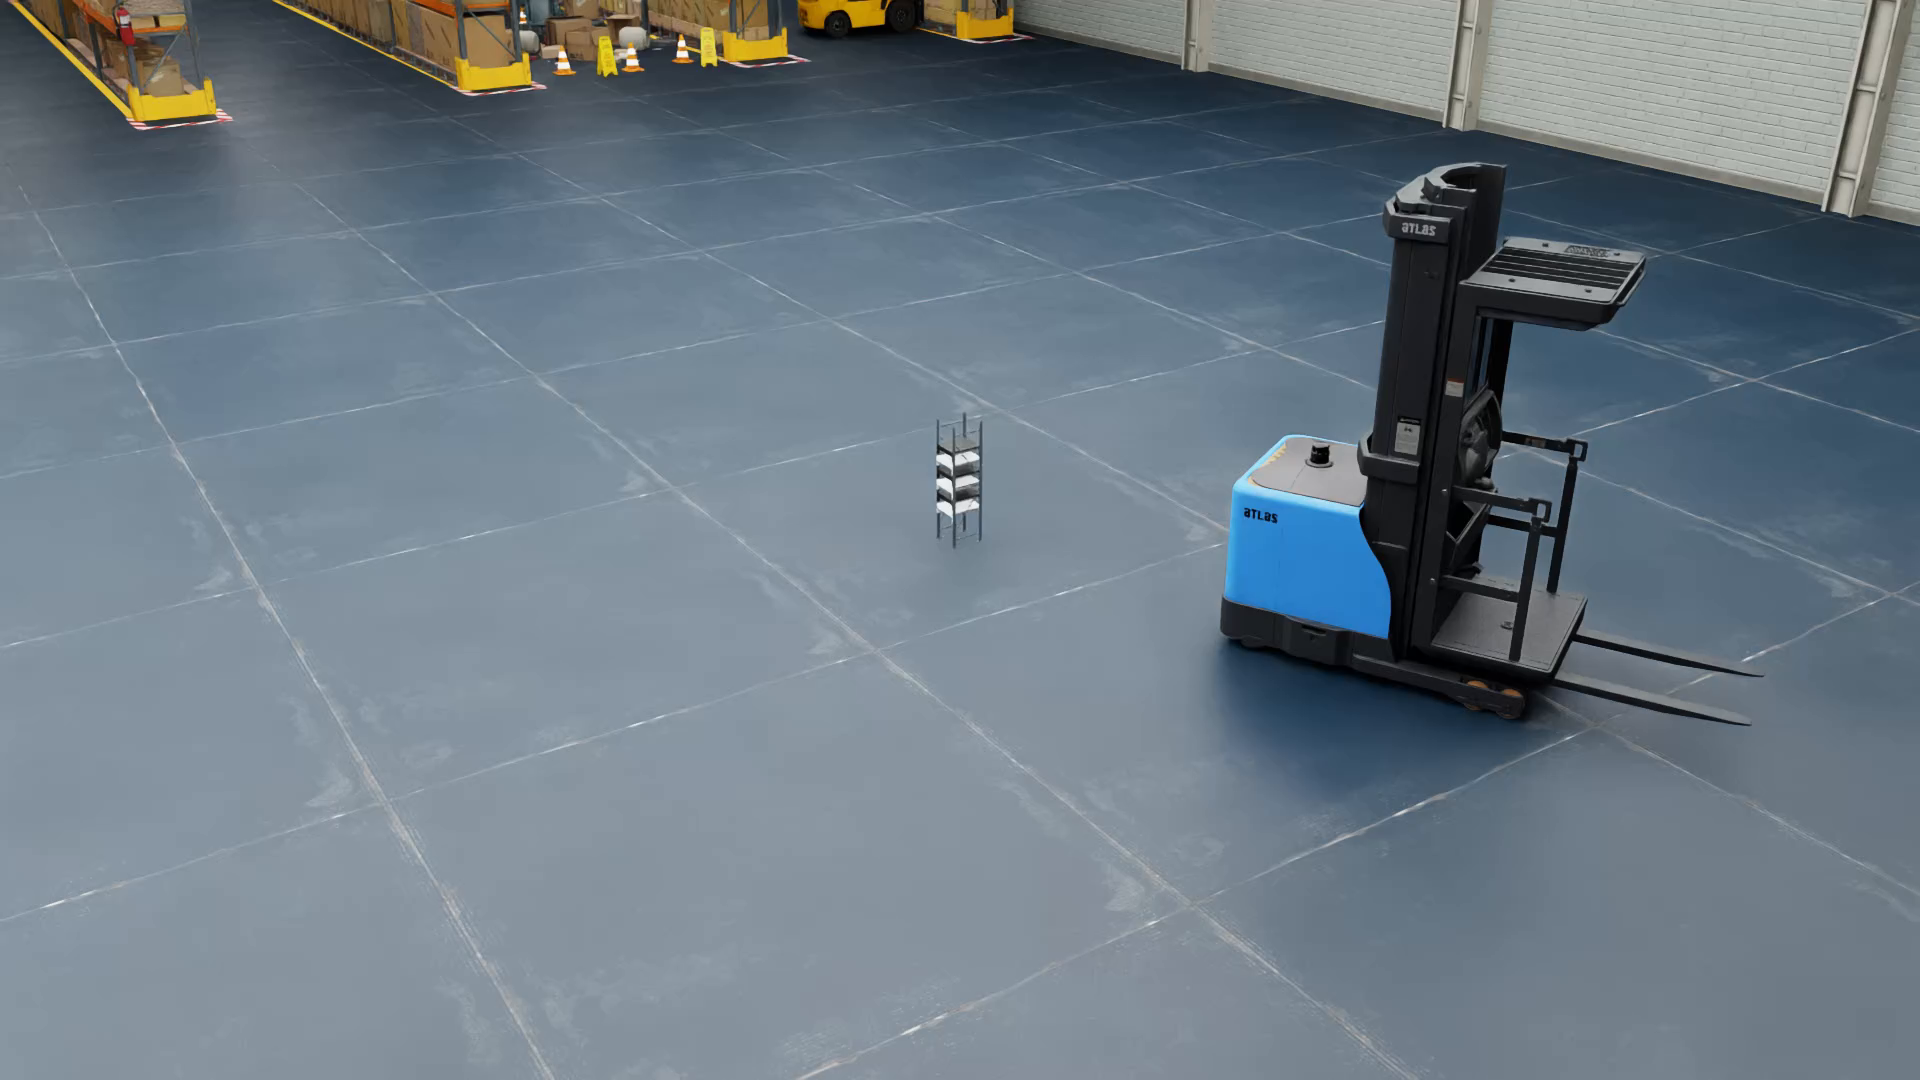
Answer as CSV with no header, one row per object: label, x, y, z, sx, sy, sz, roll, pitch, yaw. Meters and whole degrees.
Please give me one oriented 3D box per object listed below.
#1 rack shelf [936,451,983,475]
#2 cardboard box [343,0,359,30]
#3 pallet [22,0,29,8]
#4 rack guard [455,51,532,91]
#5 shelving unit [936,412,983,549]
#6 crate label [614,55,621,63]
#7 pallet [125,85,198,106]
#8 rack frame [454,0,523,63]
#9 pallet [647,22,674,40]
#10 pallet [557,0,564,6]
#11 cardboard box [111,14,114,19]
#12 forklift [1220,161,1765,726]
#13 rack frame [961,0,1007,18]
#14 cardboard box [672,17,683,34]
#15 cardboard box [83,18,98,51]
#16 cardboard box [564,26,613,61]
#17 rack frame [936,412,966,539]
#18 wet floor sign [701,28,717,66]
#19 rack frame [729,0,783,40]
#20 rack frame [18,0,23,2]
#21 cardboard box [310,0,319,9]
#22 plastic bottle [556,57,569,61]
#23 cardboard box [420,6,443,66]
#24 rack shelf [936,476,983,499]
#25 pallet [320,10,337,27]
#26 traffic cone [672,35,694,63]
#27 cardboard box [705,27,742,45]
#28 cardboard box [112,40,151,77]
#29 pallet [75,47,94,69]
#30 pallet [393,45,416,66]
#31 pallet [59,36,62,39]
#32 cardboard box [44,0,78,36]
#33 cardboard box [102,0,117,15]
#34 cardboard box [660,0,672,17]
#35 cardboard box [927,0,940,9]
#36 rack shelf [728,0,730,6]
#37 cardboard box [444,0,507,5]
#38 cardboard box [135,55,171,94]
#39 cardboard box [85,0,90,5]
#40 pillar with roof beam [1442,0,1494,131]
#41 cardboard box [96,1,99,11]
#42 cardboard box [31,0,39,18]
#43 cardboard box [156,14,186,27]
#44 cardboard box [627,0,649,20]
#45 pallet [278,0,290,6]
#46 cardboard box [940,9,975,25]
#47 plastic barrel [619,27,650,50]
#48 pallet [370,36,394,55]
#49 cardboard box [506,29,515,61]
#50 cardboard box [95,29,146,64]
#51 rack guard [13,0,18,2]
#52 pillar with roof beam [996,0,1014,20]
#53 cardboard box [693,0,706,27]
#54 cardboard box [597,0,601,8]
rack shelf,-0.004,-0.542,11.464,0.258,0.077,0.200,-16,29,-30
cardboard box,-11.402,-10.432,32.441,1.050,0.750,0.750,-15,29,-29
pallet,-20.215,-12.023,36.934,1.003,0.211,1.213,-16,29,-30
rack guard,-7.758,-7.810,27.671,1.175,0.500,0.348,-16,29,-30
shelving unit,-0.004,-0.410,11.526,0.258,0.900,0.210,-16,29,-30
crate label,-6.221,-8.584,29.735,0.298,0.136,0.250,12,28,24
pallet,-12.438,-6.894,26.069,1.003,0.211,1.213,-16,29,-30
rack frame,-7.772,-8.949,27.155,1.000,3.000,0.127,-16,29,-30
pallet,-5.467,-10.076,32.810,1.003,0.211,1.213,-16,29,-30
pallet,-8.414,-12.039,36.967,1.003,0.211,1.213,-16,29,-30
cardboard box,-13.007,-8.213,25.890,0.380,0.149,0.250,-16,29,-30
forklift,3.155,-0.559,9.463,3.031,2.935,1.130,14,29,27
rack frame,0.477,-11.297,32.129,1.000,3.000,0.127,-16,29,-30
cardboard box,-5.174,-9.864,31.824,0.500,0.250,0.500,-16,30,-30
cardboard box,-15.338,-9.128,29.947,0.700,0.500,0.500,-13,28,-25
cardboard box,-6.759,-9.048,30.290,0.637,0.503,0.797,7,26,15
rack frame,-0.060,-0.446,11.604,0.240,0.900,0.006,-16,29,-30
wet floor sign,-4.472,-8.757,29.506,0.267,0.644,0.232,-6,26,-12
rack frame,-3.679,-10.139,29.676,1.000,3.000,0.127,-16,29,-30
rack frame,-20.717,-13.552,36.906,1.000,3.000,0.127,-16,29,-30
cardboard box,-13.300,-11.416,34.818,0.500,0.500,0.500,-17,30,-32
plastic bottle,-7.213,-8.710,30.091,0.283,0.061,0.133,18,31,33
cardboard box,-8.679,-8.719,28.666,0.875,0.875,0.875,-16,30,-30
rack shelf,-0.004,-0.380,11.541,0.258,0.077,0.200,-16,29,-30
pallet,-12.564,-10.829,34.405,1.003,0.211,1.213,-16,29,-30
traffic cone,-4.995,-8.845,29.906,0.336,0.463,0.334,-16,29,-30
cardboard box,-4.359,-9.320,30.671,0.500,0.250,0.500,-16,29,-30
cardboard box,-13.662,-7.964,27.505,0.500,0.500,0.500,-6,26,-13
pallet,-15.262,-8.714,29.924,1.003,0.211,1.213,-16,29,-30
pallet,-9.606,-8.828,30.167,1.003,0.211,1.213,-16,29,-30
pallet,-17.379,-10.165,32.998,1.003,0.211,1.213,-16,29,-30
cardboard box,-16.709,-10.171,31.742,1.225,0.875,0.875,-17,30,-32
cardboard box,-12.633,-8.363,25.448,0.875,0.500,0.500,-16,29,-30
cardboard box,-5.465,-10.392,32.063,0.500,0.500,0.500,-14,29,-28
cardboard box,-0.315,-10.752,33.119,0.500,0.250,0.500,-16,30,-30
rack shelf,-4.771,-10.529,31.344,1.077,0.370,4.000,-16,29,-30
cardboard box,-8.012,-9.139,27.382,0.875,0.550,0.550,-16,29,-30
cardboard box,-12.664,-7.322,26.145,0.500,0.500,0.500,-8,26,-16
cardboard box,-14.175,-8.907,27.361,0.380,0.149,0.250,-16,29,-30
pillar with roof beam,3.796,-9.173,20.603,9.100,9.000,0.400,-16,29,-30
cardboard box,-13.598,-8.558,26.621,0.380,0.149,0.250,-16,29,-30
cardboard box,-18.167,-11.126,33.764,1.225,0.875,0.875,-15,29,-29
cardboard box,-11.938,-7.873,25.171,0.380,0.149,0.250,-16,29,-30
cardboard box,-6.151,-10.758,33.574,0.950,0.372,0.625,-15,29,-29
pallet,-14.719,-12.212,37.334,1.003,0.211,1.213,-16,29,-30
cardboard box,-0.044,-10.338,32.826,0.500,0.250,0.500,-15,29,-29
plastic barrel,-6.075,-9.360,31.043,0.512,0.421,0.421,3,25,6
pallet,-10.440,-9.377,31.329,1.003,0.211,1.213,-16,29,-30
cardboard box,-8.248,-8.934,30.050,0.500,0.500,0.500,-10,27,-21
cardboard box,-14.483,-8.553,28.730,0.700,0.500,0.500,-18,31,-33
rack guard,-20.730,-12.430,37.458,1.175,0.500,0.348,-16,29,-30
pillar with roof beam,-2.754,-13.466,29.695,9.100,9.000,0.400,-16,29,-30
cardboard box,-4.623,-9.836,30.885,0.500,0.500,0.500,-14,29,-28
cardboard box,-7.337,-11.535,35.220,0.950,0.372,0.625,-16,30,-31
